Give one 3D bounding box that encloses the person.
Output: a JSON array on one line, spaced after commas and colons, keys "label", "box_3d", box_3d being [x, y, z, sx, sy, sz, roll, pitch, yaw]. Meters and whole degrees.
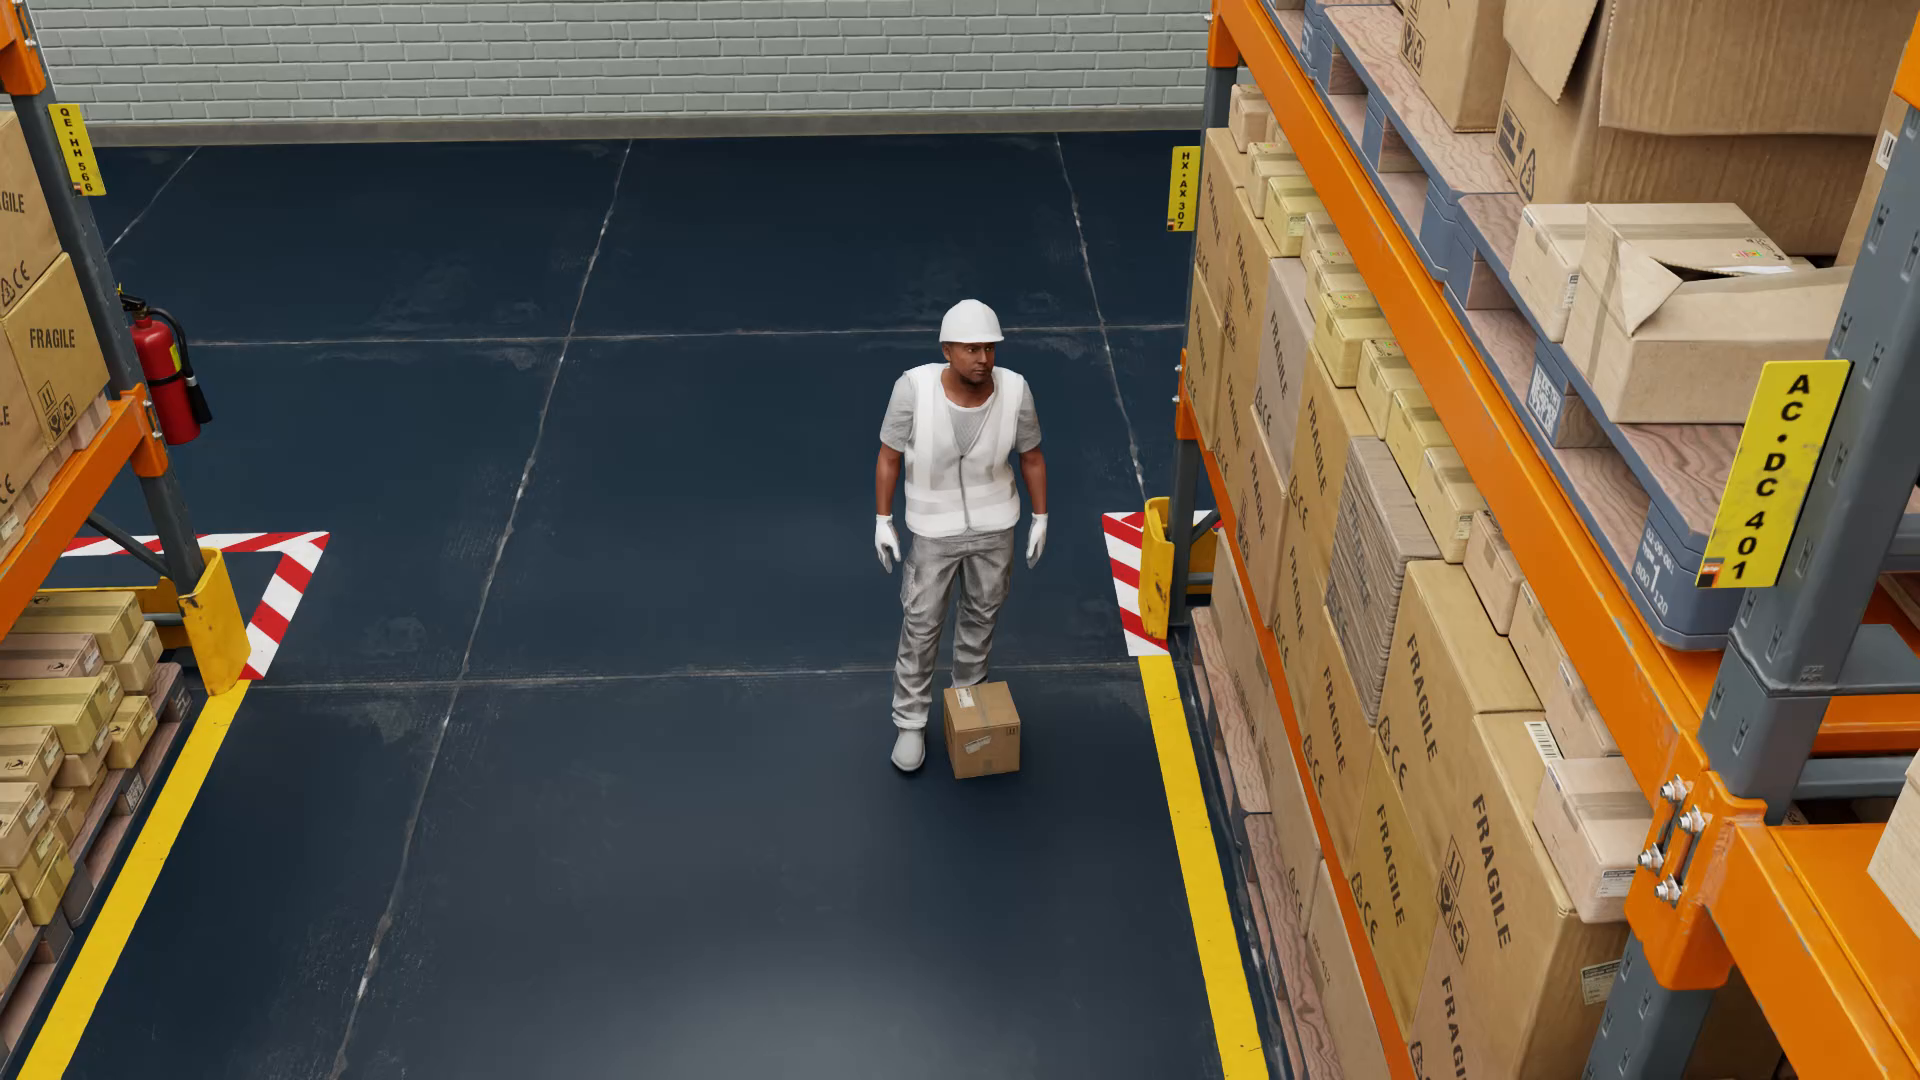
[{"label": "person", "box_3d": [0.016, -0.011, 6.128, 0.656, 1.782, 0.577, -6, 35, -8]}]
